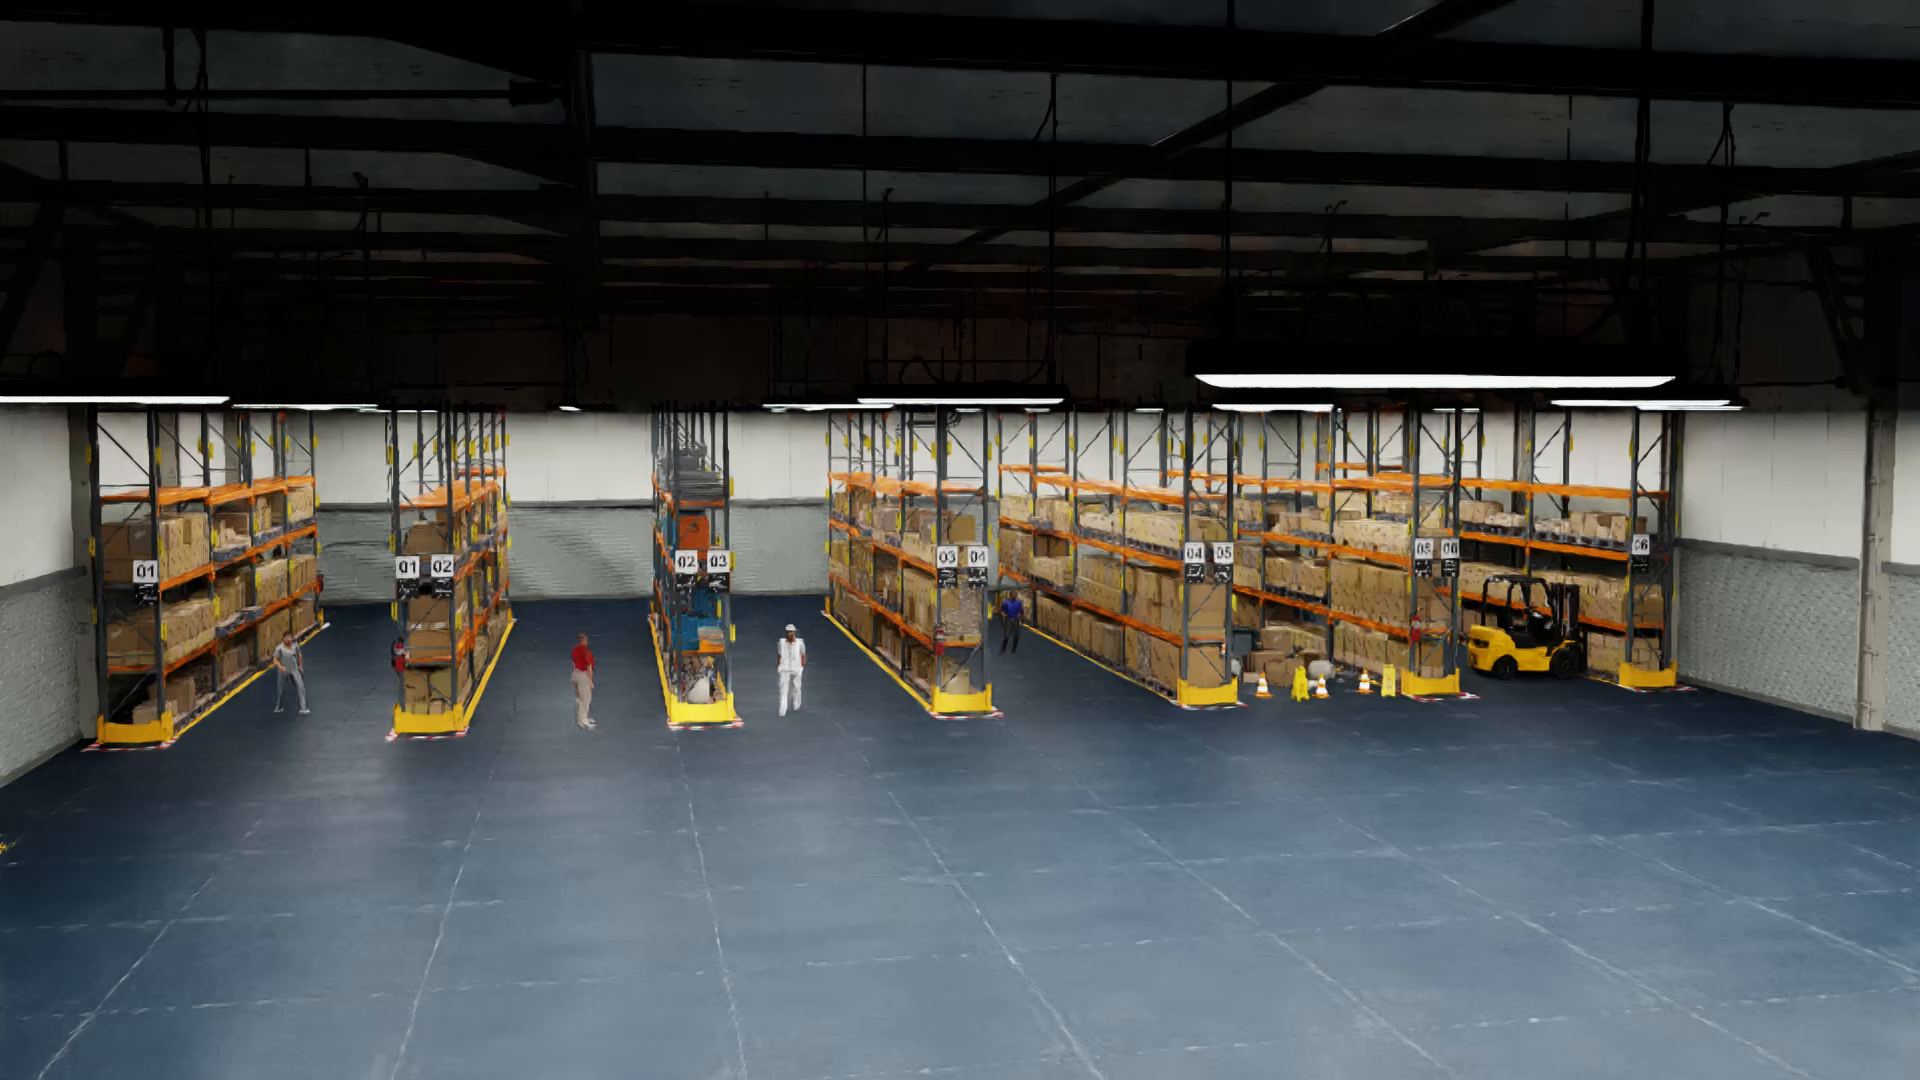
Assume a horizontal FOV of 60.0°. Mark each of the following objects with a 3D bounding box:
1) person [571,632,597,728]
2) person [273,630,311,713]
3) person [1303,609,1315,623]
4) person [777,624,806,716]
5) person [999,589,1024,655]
[{"bbox_3d":[-6.866,2.550,30.478,0.450,1.737,0.595,-4,6,-42],"label":"person"},{"bbox_3d":[-12.846,2.510,31.865,0.612,1.604,0.811,-2,5,-30],"label":"person"},{"bbox_3d":[9.320,1.460,44.684,0.498,1.765,0.625,1,5,17],"label":"person"},{"bbox_3d":[-3.221,2.457,31.765,0.552,1.724,1.036,0,4,-3],"label":"person"},{"bbox_3d":[1.220,1.952,39.528,0.592,1.604,0.517,-1,4,-14],"label":"person"}]
